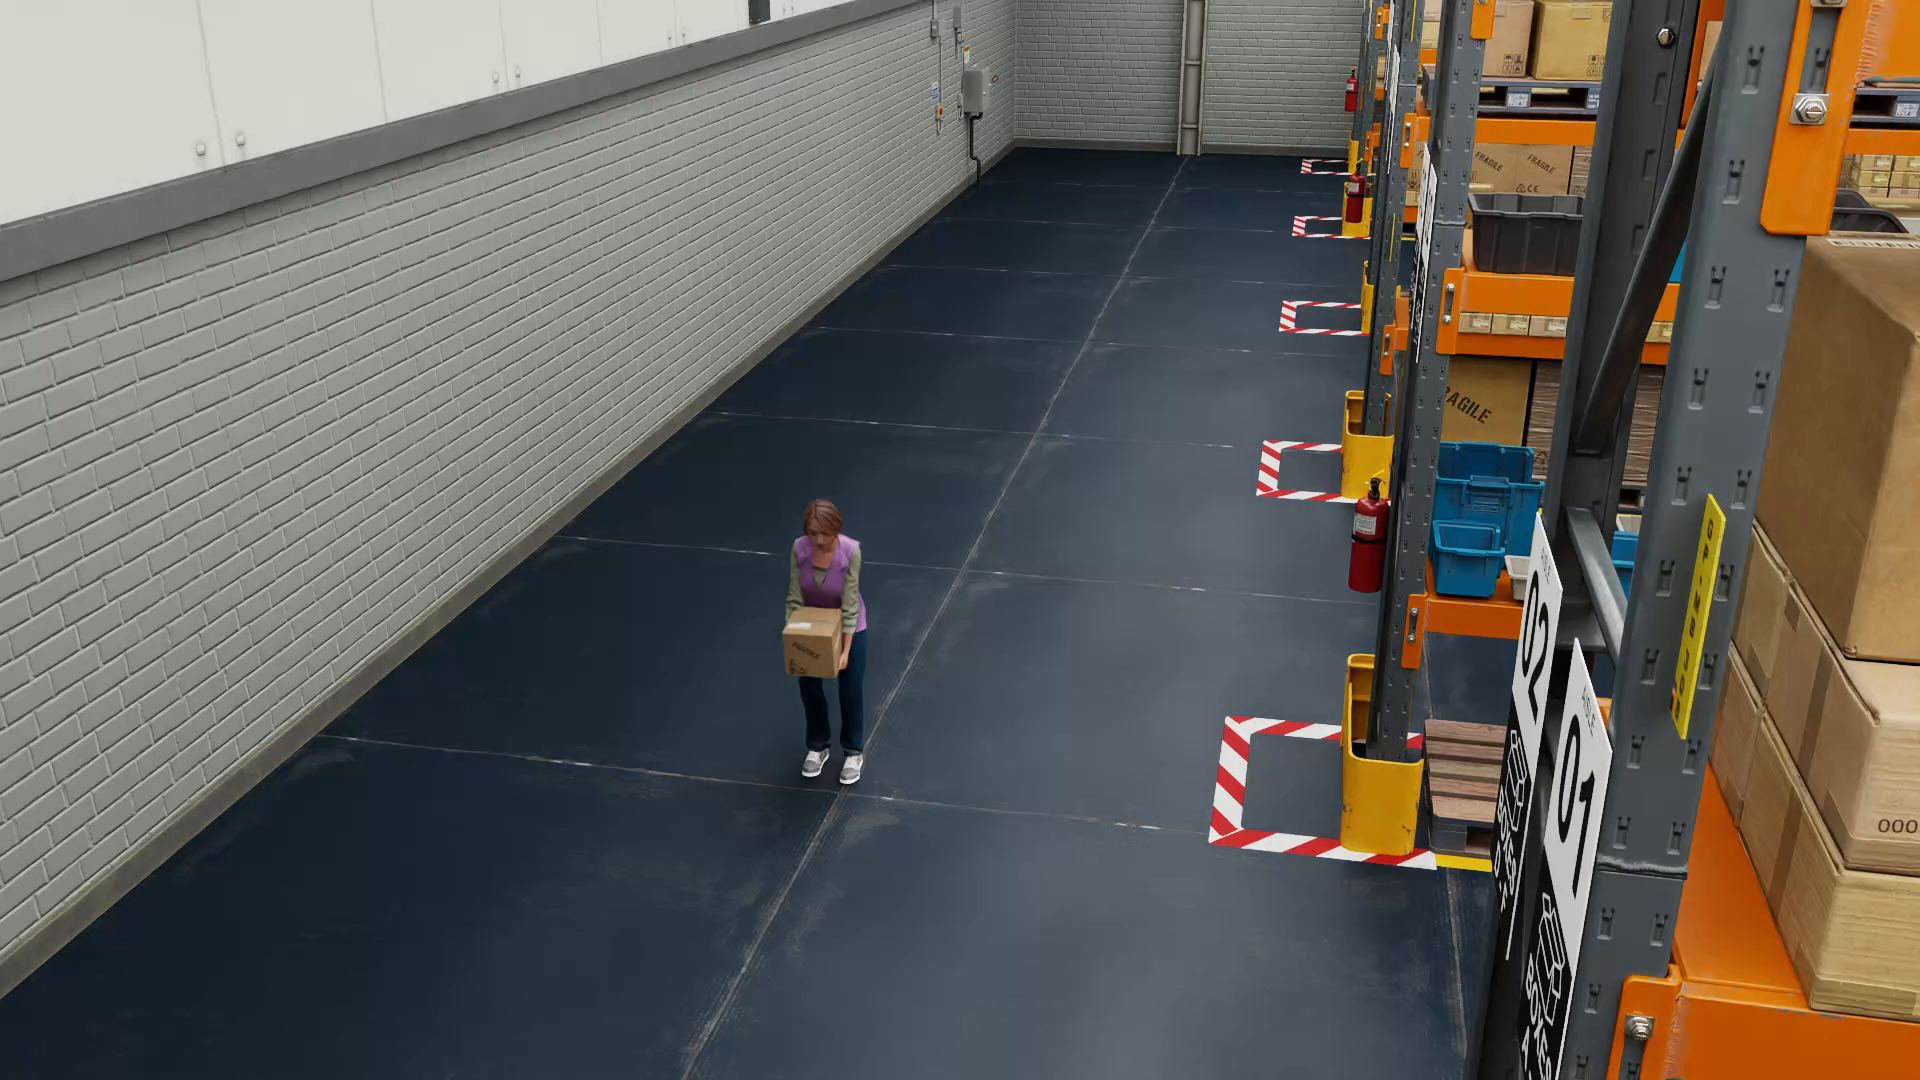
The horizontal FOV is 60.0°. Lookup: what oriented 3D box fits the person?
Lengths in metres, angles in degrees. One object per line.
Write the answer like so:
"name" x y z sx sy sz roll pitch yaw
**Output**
"person" -0.667 0.505 8.397 0.374 1.564 0.536 4 22 10
